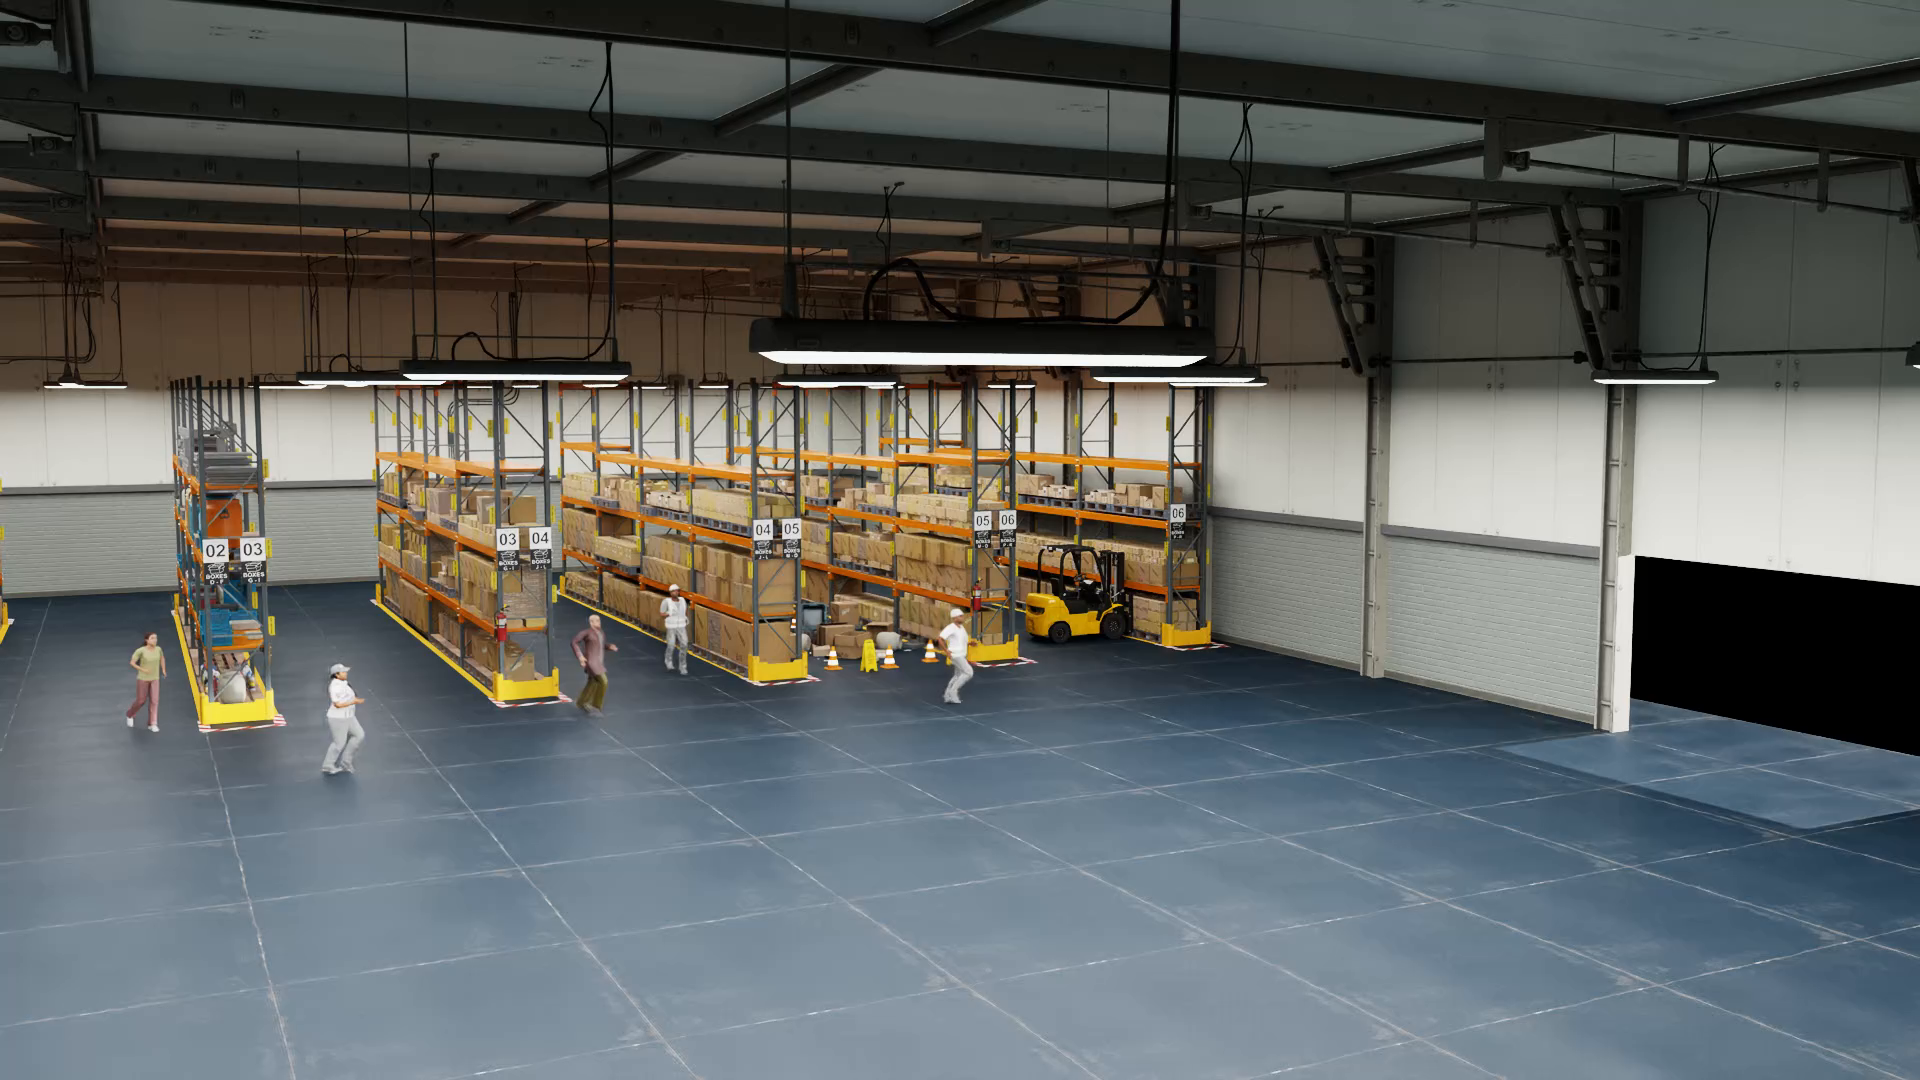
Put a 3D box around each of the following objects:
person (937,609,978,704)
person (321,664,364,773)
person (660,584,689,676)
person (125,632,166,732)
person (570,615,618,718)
[{"bbox_3d":[0.001,2.132,30.508,0.667,1.740,0.684,2,5,18],"label":"person"},{"bbox_3d":[-9.233,2.693,24.907,0.661,1.695,0.586,0,5,-5],"label":"person"},{"bbox_3d":[-5.791,1.815,33.834,0.657,1.835,0.764,-3,6,-28],"label":"person"},{"bbox_3d":[-13.763,2.378,28.246,0.863,1.664,0.628,4,6,38],"label":"person"},{"bbox_3d":[-6.471,2.221,29.445,0.841,1.811,0.689,1,5,15],"label":"person"}]
